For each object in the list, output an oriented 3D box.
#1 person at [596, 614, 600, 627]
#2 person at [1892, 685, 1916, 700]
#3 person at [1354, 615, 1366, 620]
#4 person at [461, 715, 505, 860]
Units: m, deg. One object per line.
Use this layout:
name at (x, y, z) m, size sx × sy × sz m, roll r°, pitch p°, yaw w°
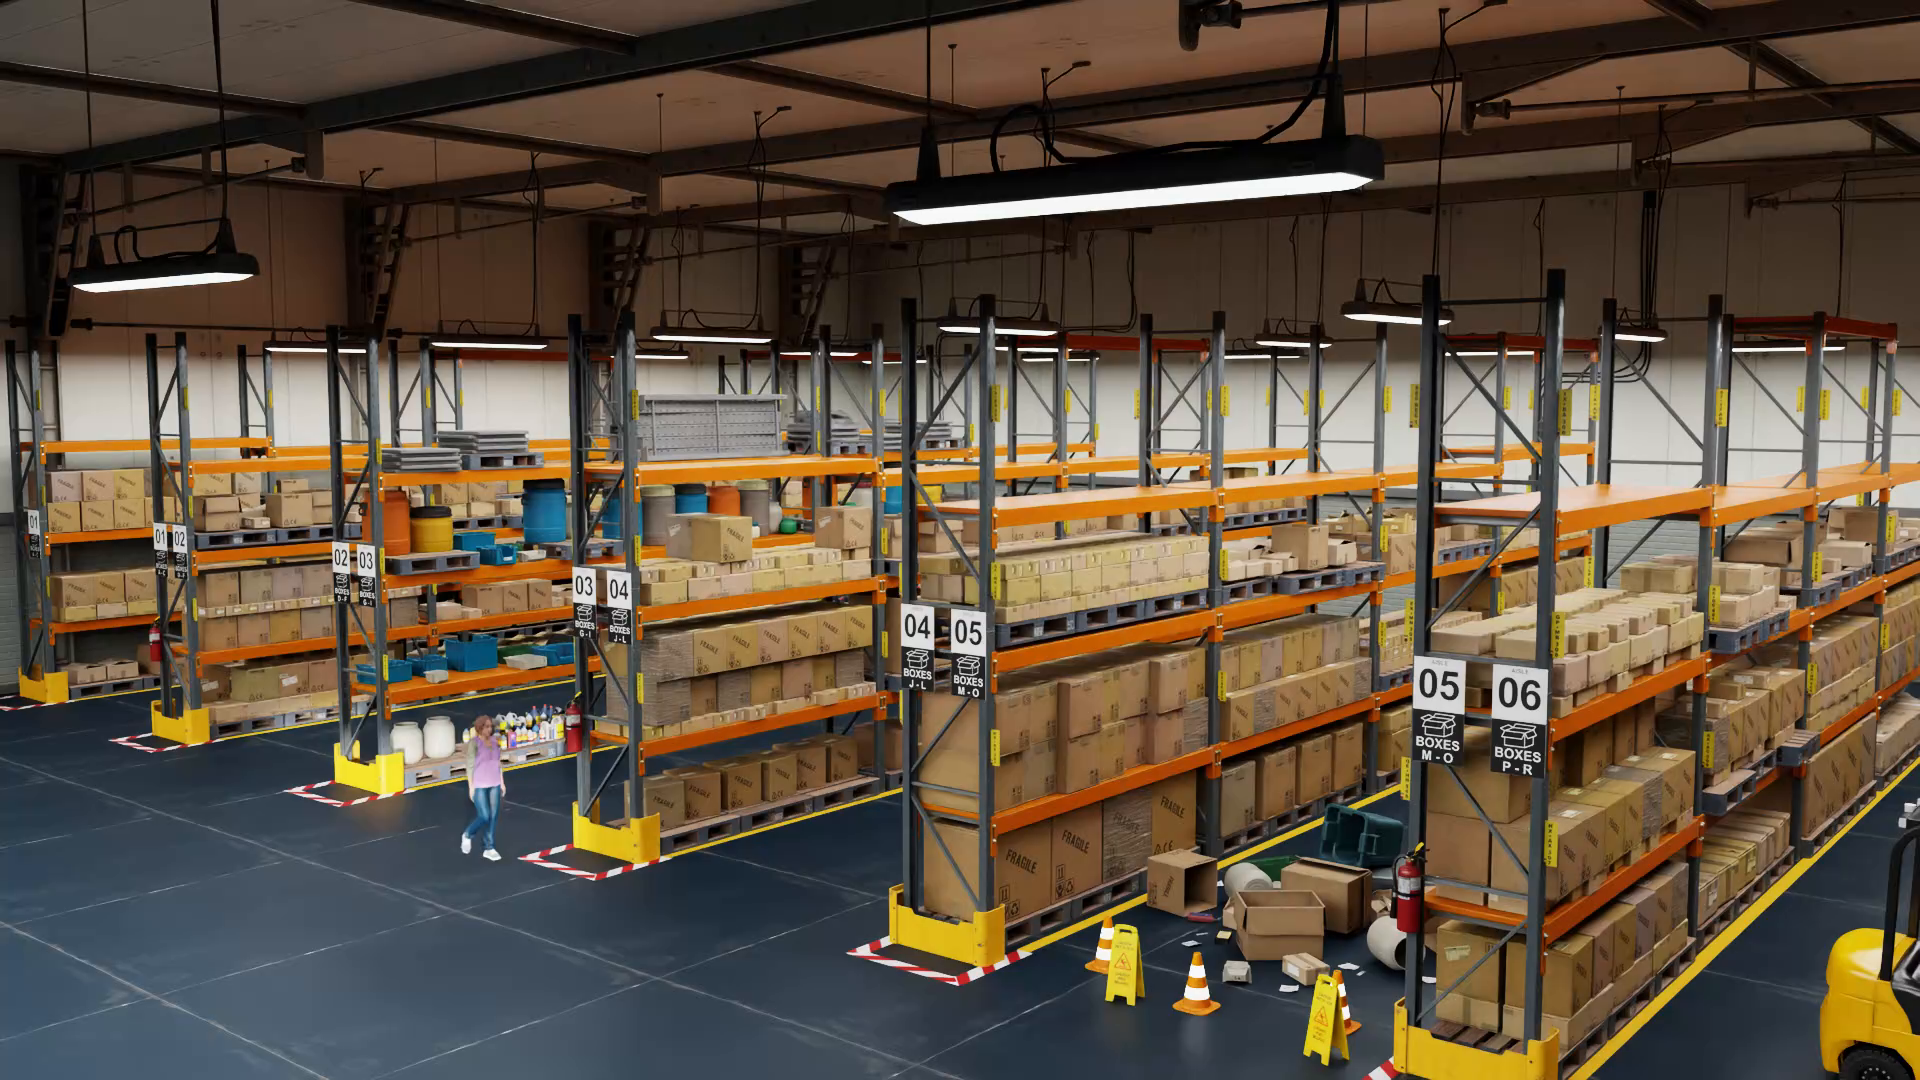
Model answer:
person at (-7.473, 1.153, 34.784) m, size 0.667 × 1.695 × 1.067 m, roll 3°, pitch 6°, yaw 30°
person at (14.435, 2.009, 25.605) m, size 0.965 × 1.686 × 0.530 m, roll 4°, pitch 6°, yaw 35°
person at (6.076, 1.993, 25.484) m, size 0.601 × 1.703 × 1.077 m, roll 5°, pitch 7°, yaw 42°
person at (-5.242, 2.718, 18.279) m, size 0.469 × 1.581 × 0.428 m, roll 4°, pitch 6°, yaw 34°
